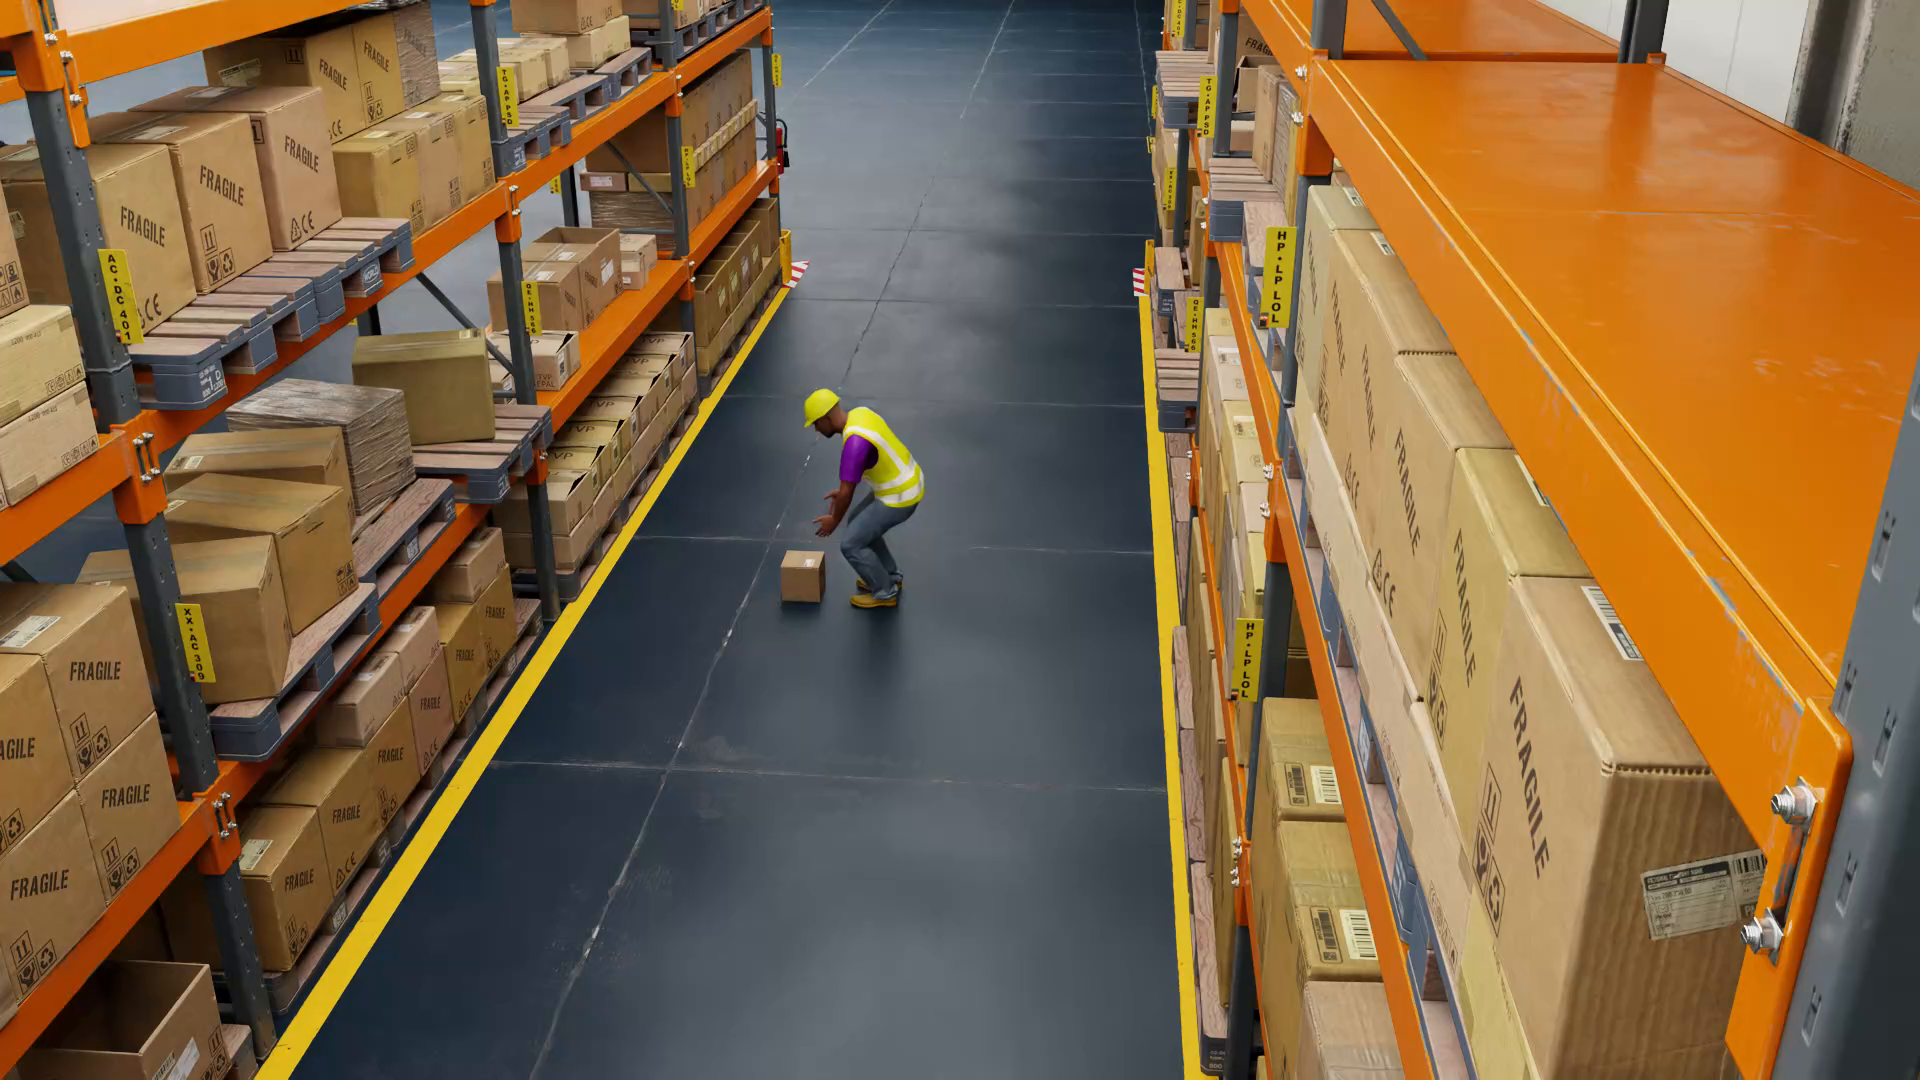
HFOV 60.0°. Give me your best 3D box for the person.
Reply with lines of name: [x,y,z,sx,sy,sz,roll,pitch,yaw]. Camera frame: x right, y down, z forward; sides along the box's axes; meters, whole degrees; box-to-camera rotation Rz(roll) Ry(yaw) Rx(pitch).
person: [-0.601,-0.269,10.580,0.747,1.428,0.631,2,24,4]
